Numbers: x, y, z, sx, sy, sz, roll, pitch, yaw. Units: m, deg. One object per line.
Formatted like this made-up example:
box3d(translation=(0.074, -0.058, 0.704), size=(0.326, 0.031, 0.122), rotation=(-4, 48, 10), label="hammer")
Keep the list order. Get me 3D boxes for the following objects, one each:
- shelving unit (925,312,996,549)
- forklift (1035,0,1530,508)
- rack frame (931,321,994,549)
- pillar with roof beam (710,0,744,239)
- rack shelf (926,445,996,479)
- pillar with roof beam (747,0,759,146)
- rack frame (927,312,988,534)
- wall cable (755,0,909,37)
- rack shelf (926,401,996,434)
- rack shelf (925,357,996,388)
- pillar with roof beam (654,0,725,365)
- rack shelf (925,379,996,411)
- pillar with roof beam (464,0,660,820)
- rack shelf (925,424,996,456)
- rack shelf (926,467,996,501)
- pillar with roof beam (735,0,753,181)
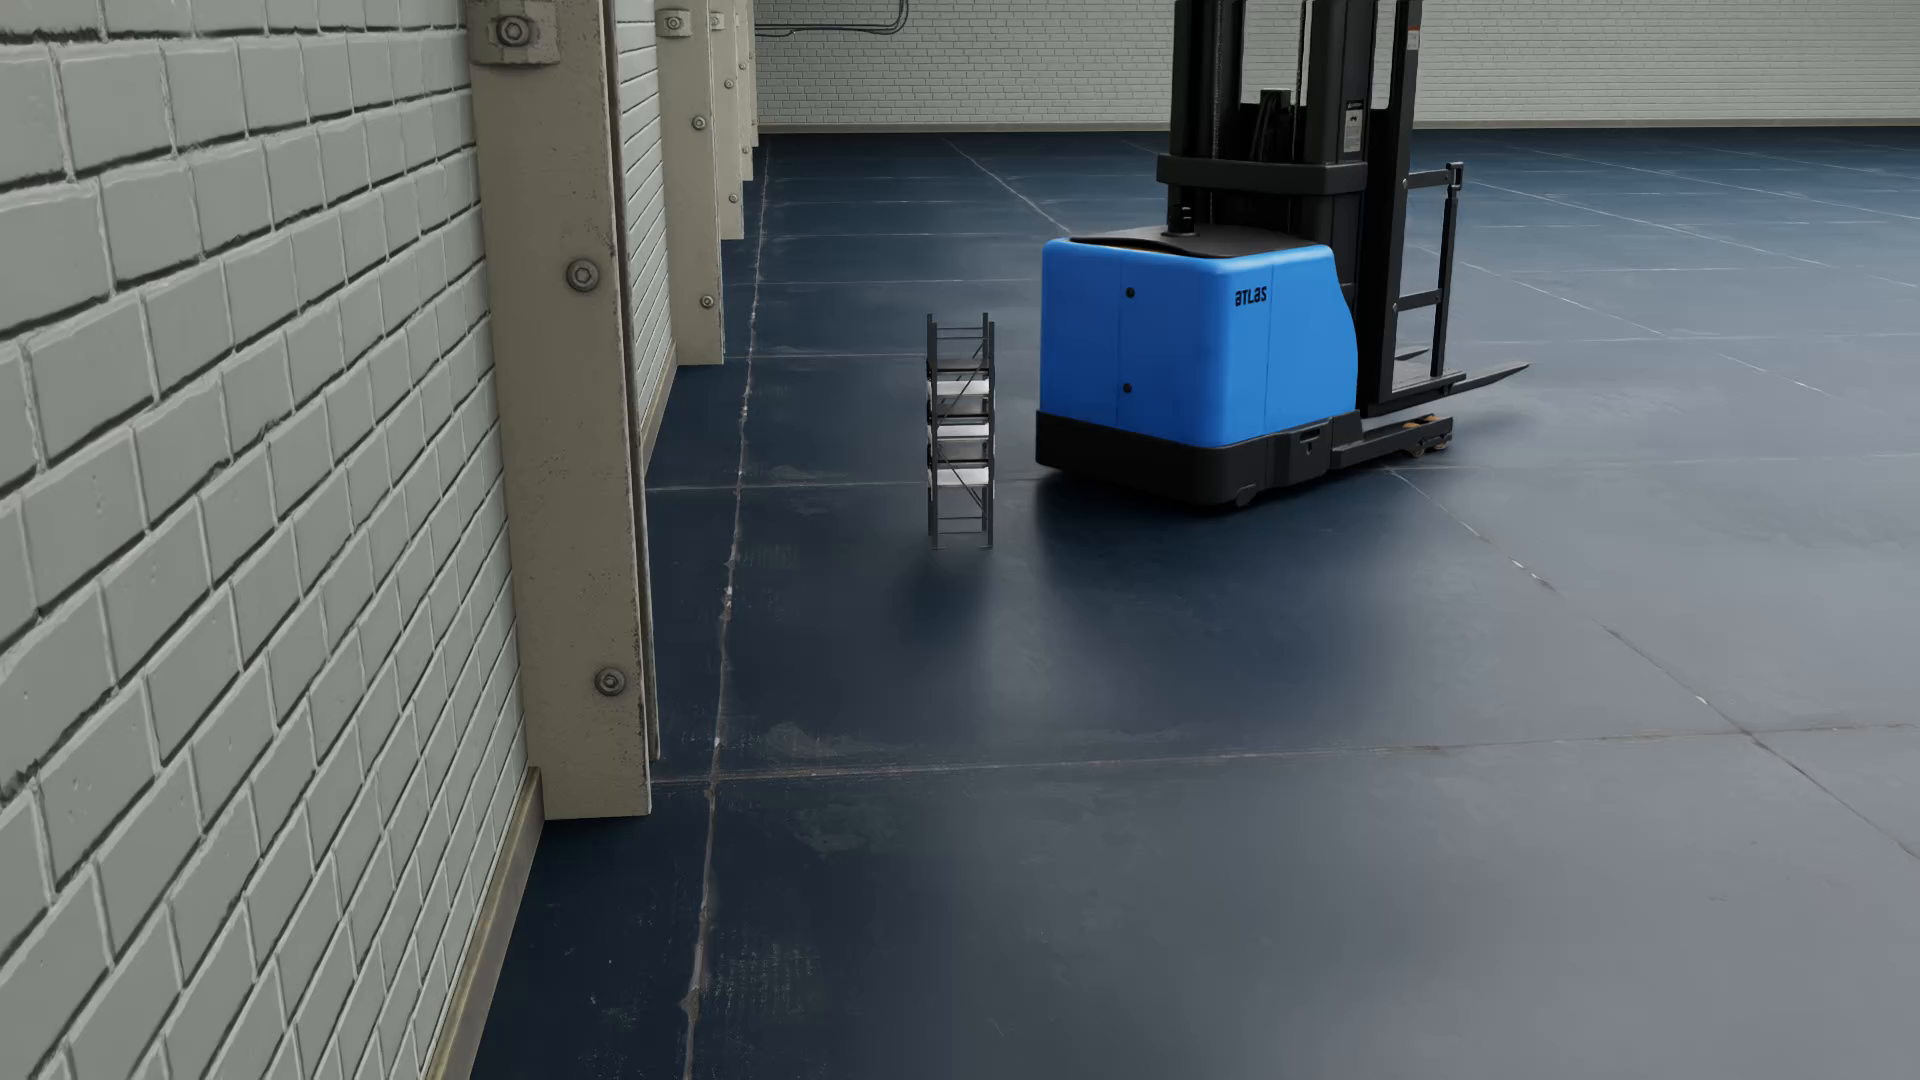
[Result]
box3d(translation=(0.001, -0.427, 6.535), size=(0.258, 0.900, 0.210), rotation=(-2, 18, -6), label="shelving unit")
box3d(translation=(1.753, -1.892, 7.810), size=(3.031, 2.935, 1.130), rotation=(-16, 24, -42), label="forklift")
box3d(translation=(0.011, -0.397, 6.438), size=(0.240, 0.900, 0.006), rotation=(-2, 18, -6), label="rack frame")
box3d(translation=(2.054, -7.333, 15.012), size=(9.100, 9.000, 0.400), rotation=(-2, 18, -6), label="pillar with roof beam")
box3d(translation=(0.001, -0.309, 6.572), size=(0.258, 0.077, 0.200), rotation=(-2, 18, -6), label="rack shelf")
box3d(translation=(0.817, -10.908, 26.400), size=(9.100, 9.000, 0.400), rotation=(-2, 18, -6), label="pillar with roof beam")
box3d(translation=(-0.010, -0.457, 6.631), size=(0.240, 0.900, 0.006), rotation=(-2, 18, -6), label="rack frame")
box3d(translation=(-2.454, -10.213, 29.367), size=(3.097, 2.526, 0.112), rotation=(-2, 18, -6), label="wall cable")
box3d(translation=(0.001, -0.481, 6.518), size=(0.258, 0.077, 0.200), rotation=(-2, 18, -6), label="rack shelf")
box3d(translation=(0.001, -0.653, 6.464), size=(0.258, 0.077, 0.200), rotation=(-2, 18, -6), label="rack shelf")
box3d(translation=(2.673, -5.546, 9.318), size=(9.100, 9.000, 0.400), rotation=(-2, 18, -6), label="pillar with roof beam")
box3d(translation=(0.001, -0.567, 6.491), size=(0.258, 0.077, 0.200), rotation=(-2, 18, -6), label="rack shelf")
box3d(translation=(3.292, -3.758, 3.624), size=(9.100, 9.000, 0.400), rotation=(-2, 18, -6), label="pillar with roof beam")
box3d(translation=(0.001, -0.395, 6.545), size=(0.258, 0.077, 0.200), rotation=(-2, 18, -6), label="rack shelf")
box3d(translation=(0.001, -0.223, 6.598), size=(0.258, 0.077, 0.200), rotation=(-2, 18, -6), label="rack shelf")
box3d(translation=(1.436, -9.121, 20.706), size=(9.100, 9.000, 0.400), rotation=(-2, 18, -6), label="pillar with roof beam")
